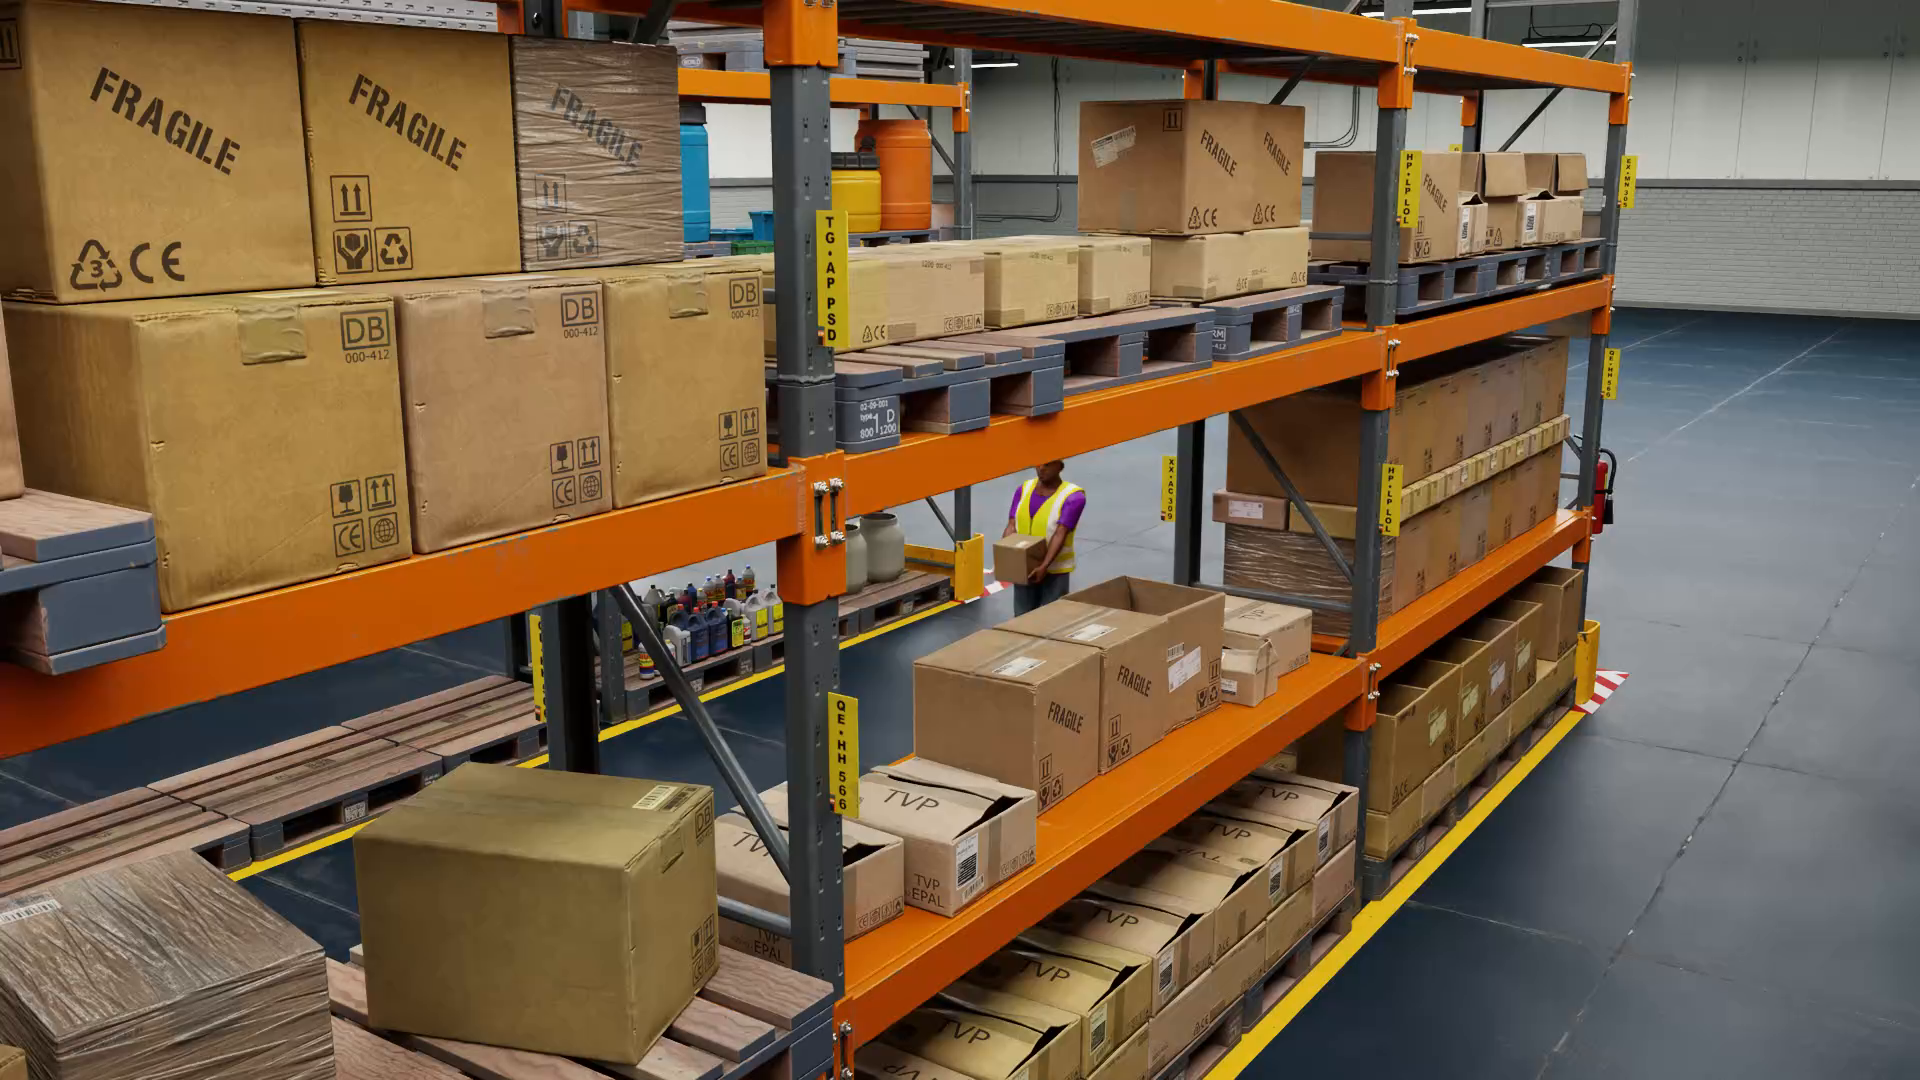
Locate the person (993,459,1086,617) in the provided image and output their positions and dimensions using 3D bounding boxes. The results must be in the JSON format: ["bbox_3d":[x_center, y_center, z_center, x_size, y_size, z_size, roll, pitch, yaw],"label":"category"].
[{"bbox_3d":[0.503,0.230,10.927,0.505,1.762,0.569,9,16,34],"label":"person"}]
